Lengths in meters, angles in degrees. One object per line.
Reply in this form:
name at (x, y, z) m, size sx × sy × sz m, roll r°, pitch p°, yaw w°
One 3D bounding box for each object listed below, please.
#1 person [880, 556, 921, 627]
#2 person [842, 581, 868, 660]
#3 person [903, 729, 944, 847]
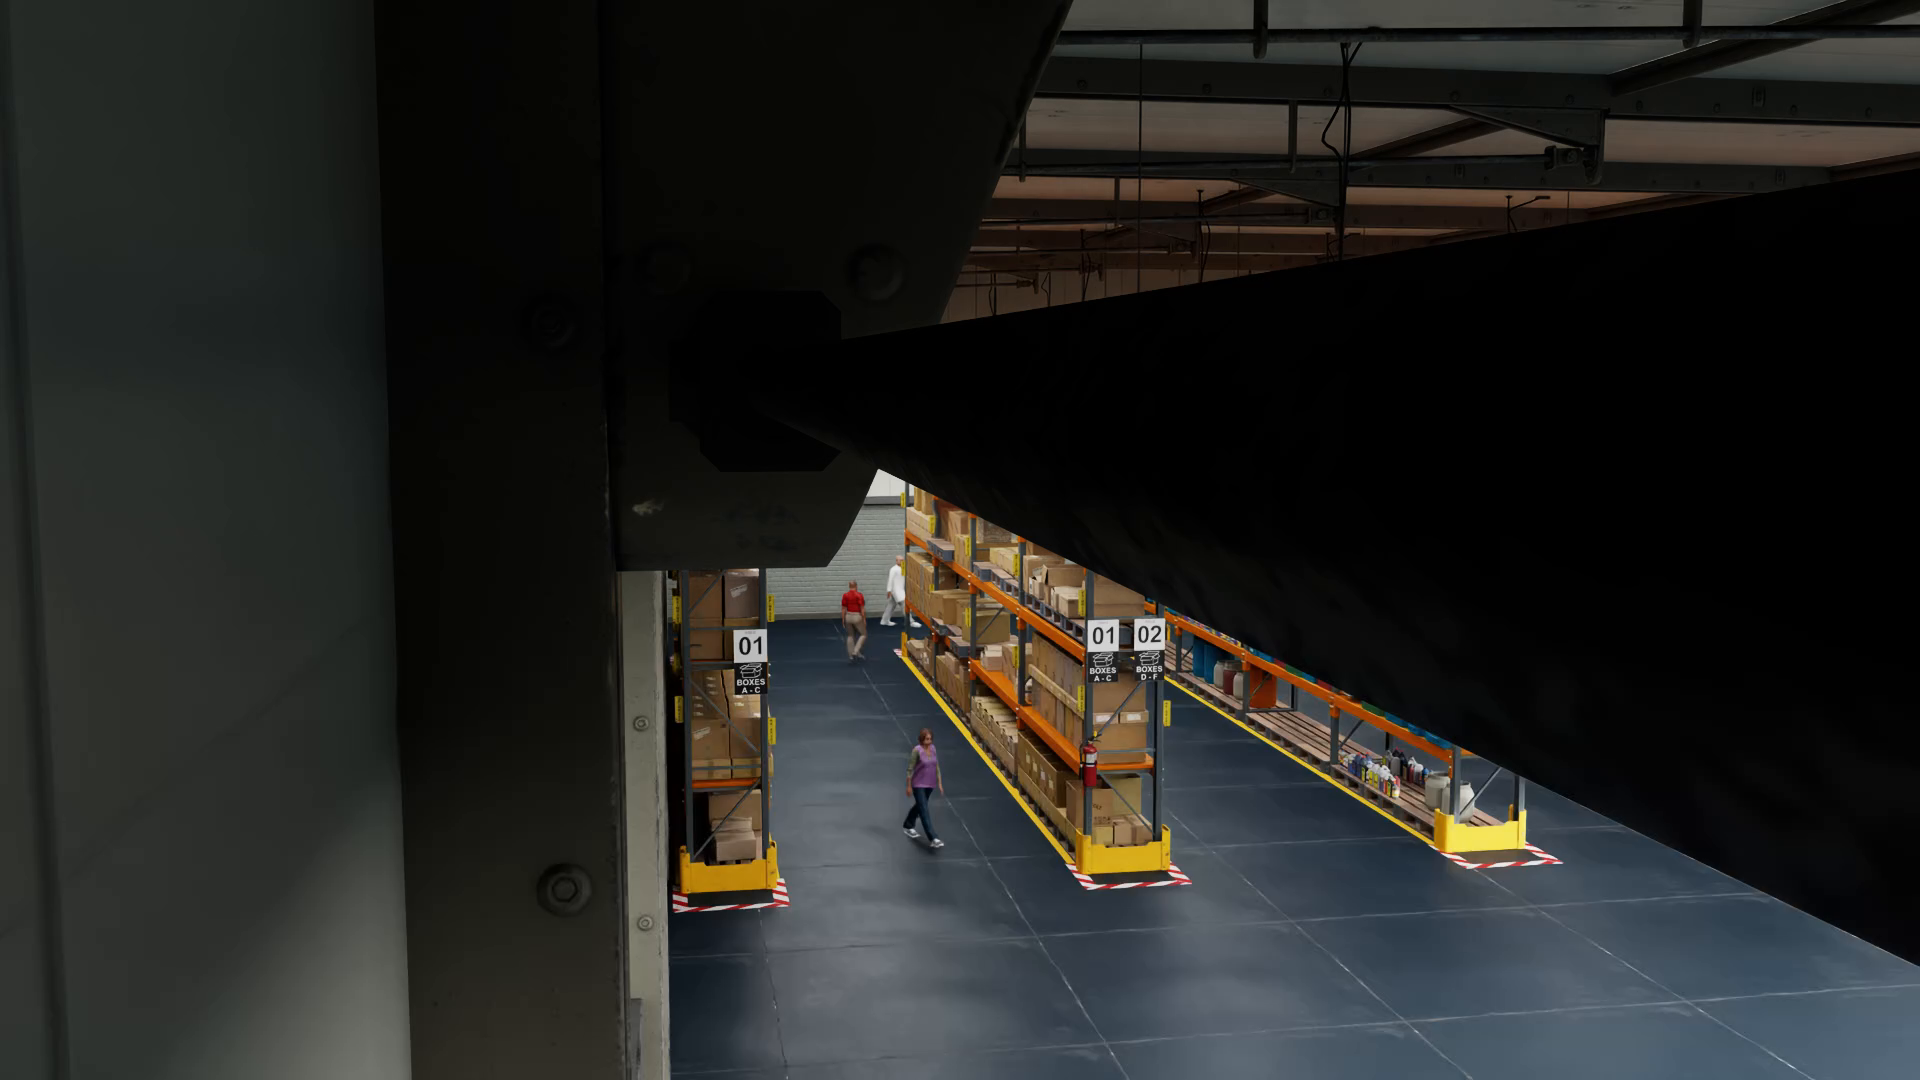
person at (-1.444, 1.243, 40.541) m, size 1.042 × 1.727 × 0.540 m, roll 1°, pitch 6°, yaw 8°
person at (-2.303, 1.745, 36.004) m, size 0.573 × 1.726 × 0.516 m, roll 3°, pitch 7°, yaw 25°
person at (-0.449, 3.259, 22.033) m, size 1.003 × 1.536 × 0.436 m, roll 6°, pitch 8°, yaw 44°
